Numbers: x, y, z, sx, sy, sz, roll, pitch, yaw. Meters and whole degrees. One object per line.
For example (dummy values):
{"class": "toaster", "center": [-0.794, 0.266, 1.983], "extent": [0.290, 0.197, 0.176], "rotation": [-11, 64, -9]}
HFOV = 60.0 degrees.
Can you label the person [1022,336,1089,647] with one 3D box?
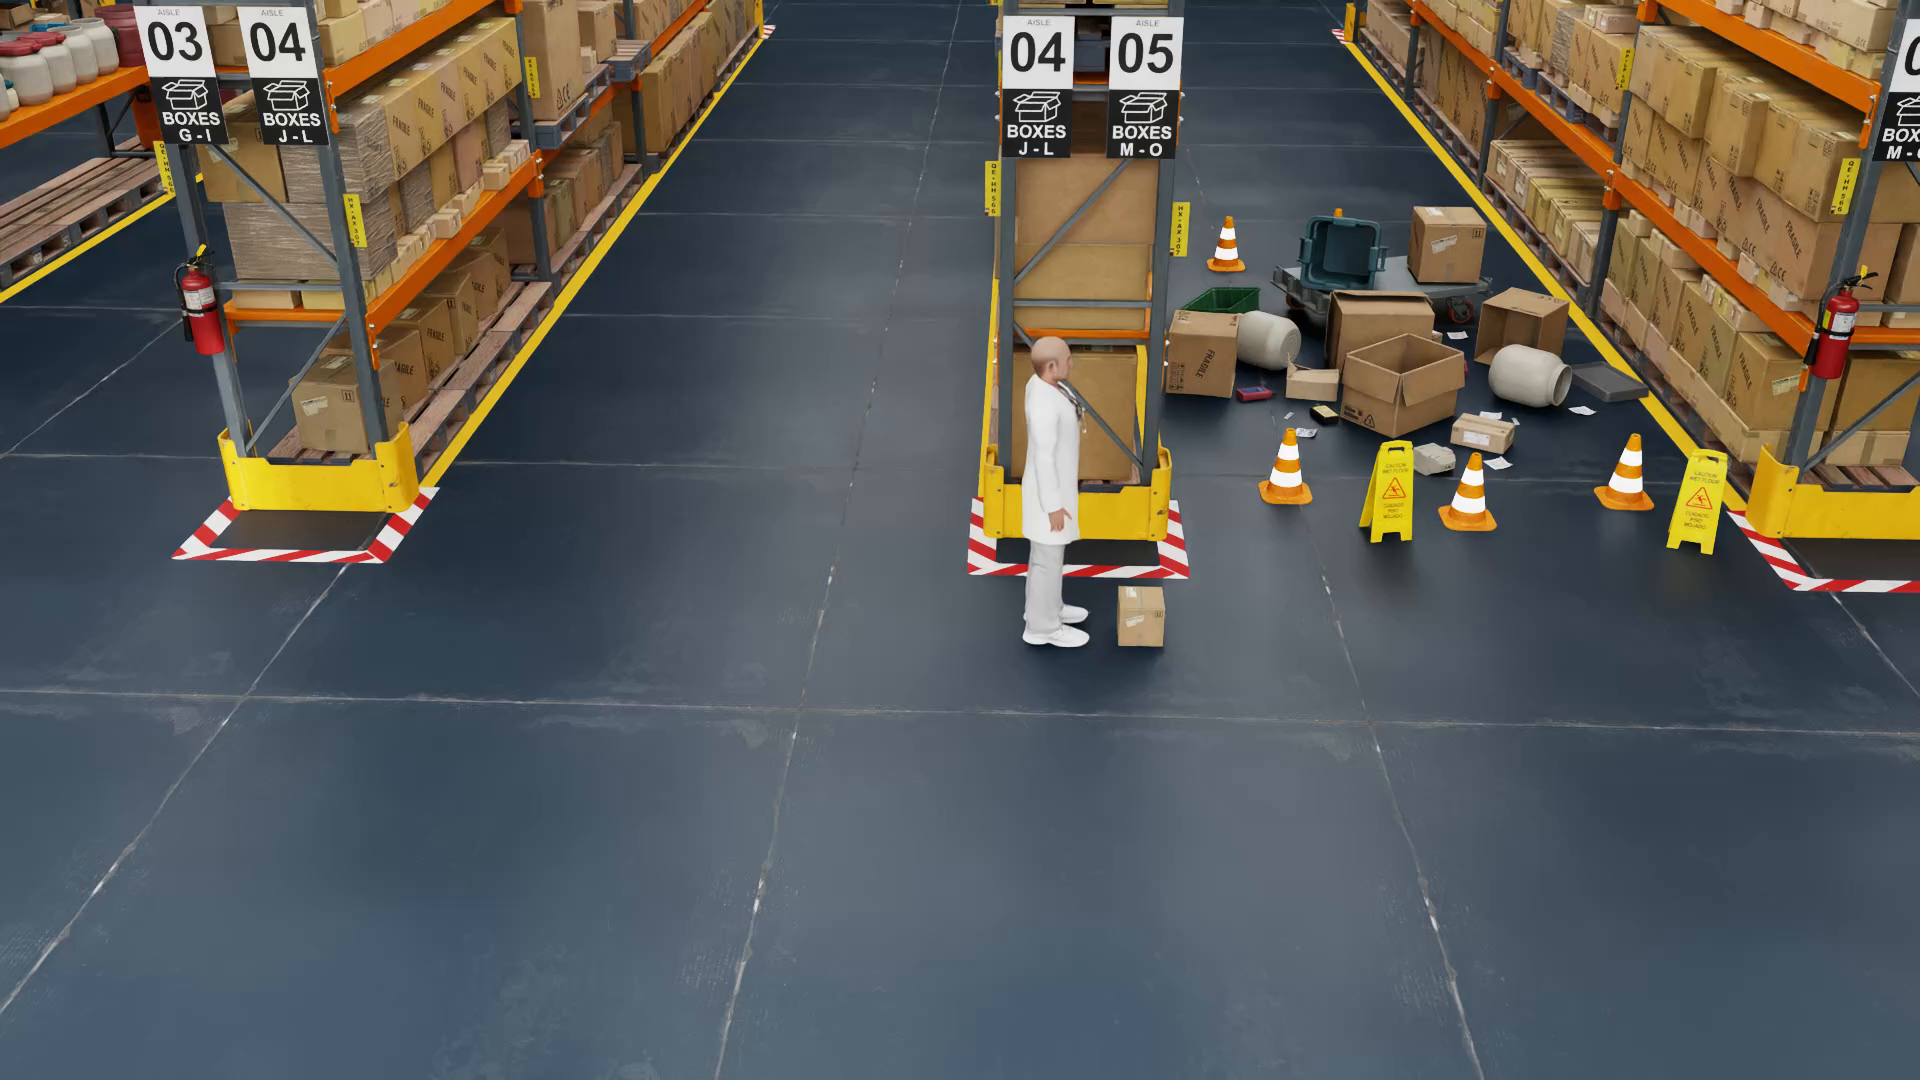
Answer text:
{"class": "person", "center": [0.540, -0.272, 9.130], "extent": [0.400, 1.790, 0.615], "rotation": [2, 28, 3]}
